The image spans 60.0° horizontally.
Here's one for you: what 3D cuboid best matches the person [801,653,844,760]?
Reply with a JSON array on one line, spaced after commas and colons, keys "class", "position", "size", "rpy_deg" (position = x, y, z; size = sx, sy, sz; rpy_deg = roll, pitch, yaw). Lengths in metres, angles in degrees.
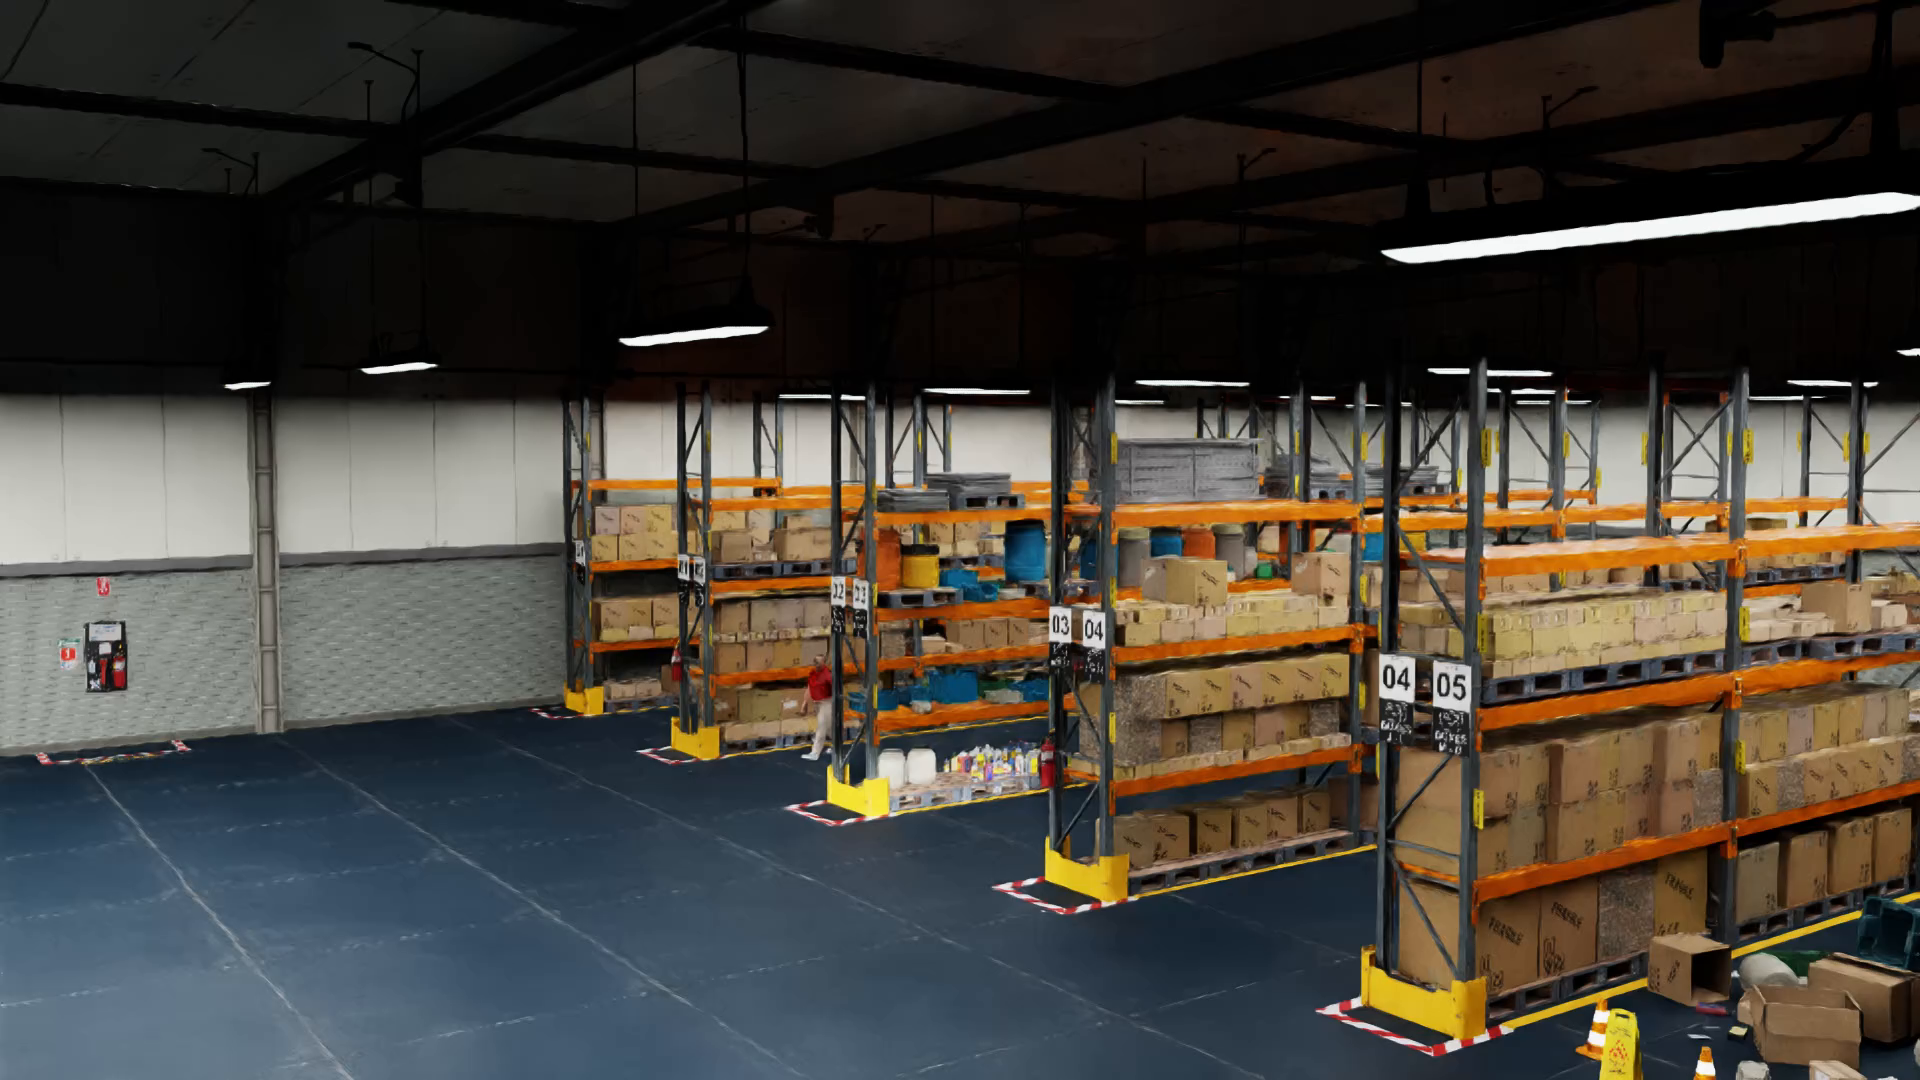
[{"class": "person", "position": [-2.213, 2.622, 26.443], "size": [1.036, 1.659, 0.536], "rpy_deg": [-3, 5, -43]}]
